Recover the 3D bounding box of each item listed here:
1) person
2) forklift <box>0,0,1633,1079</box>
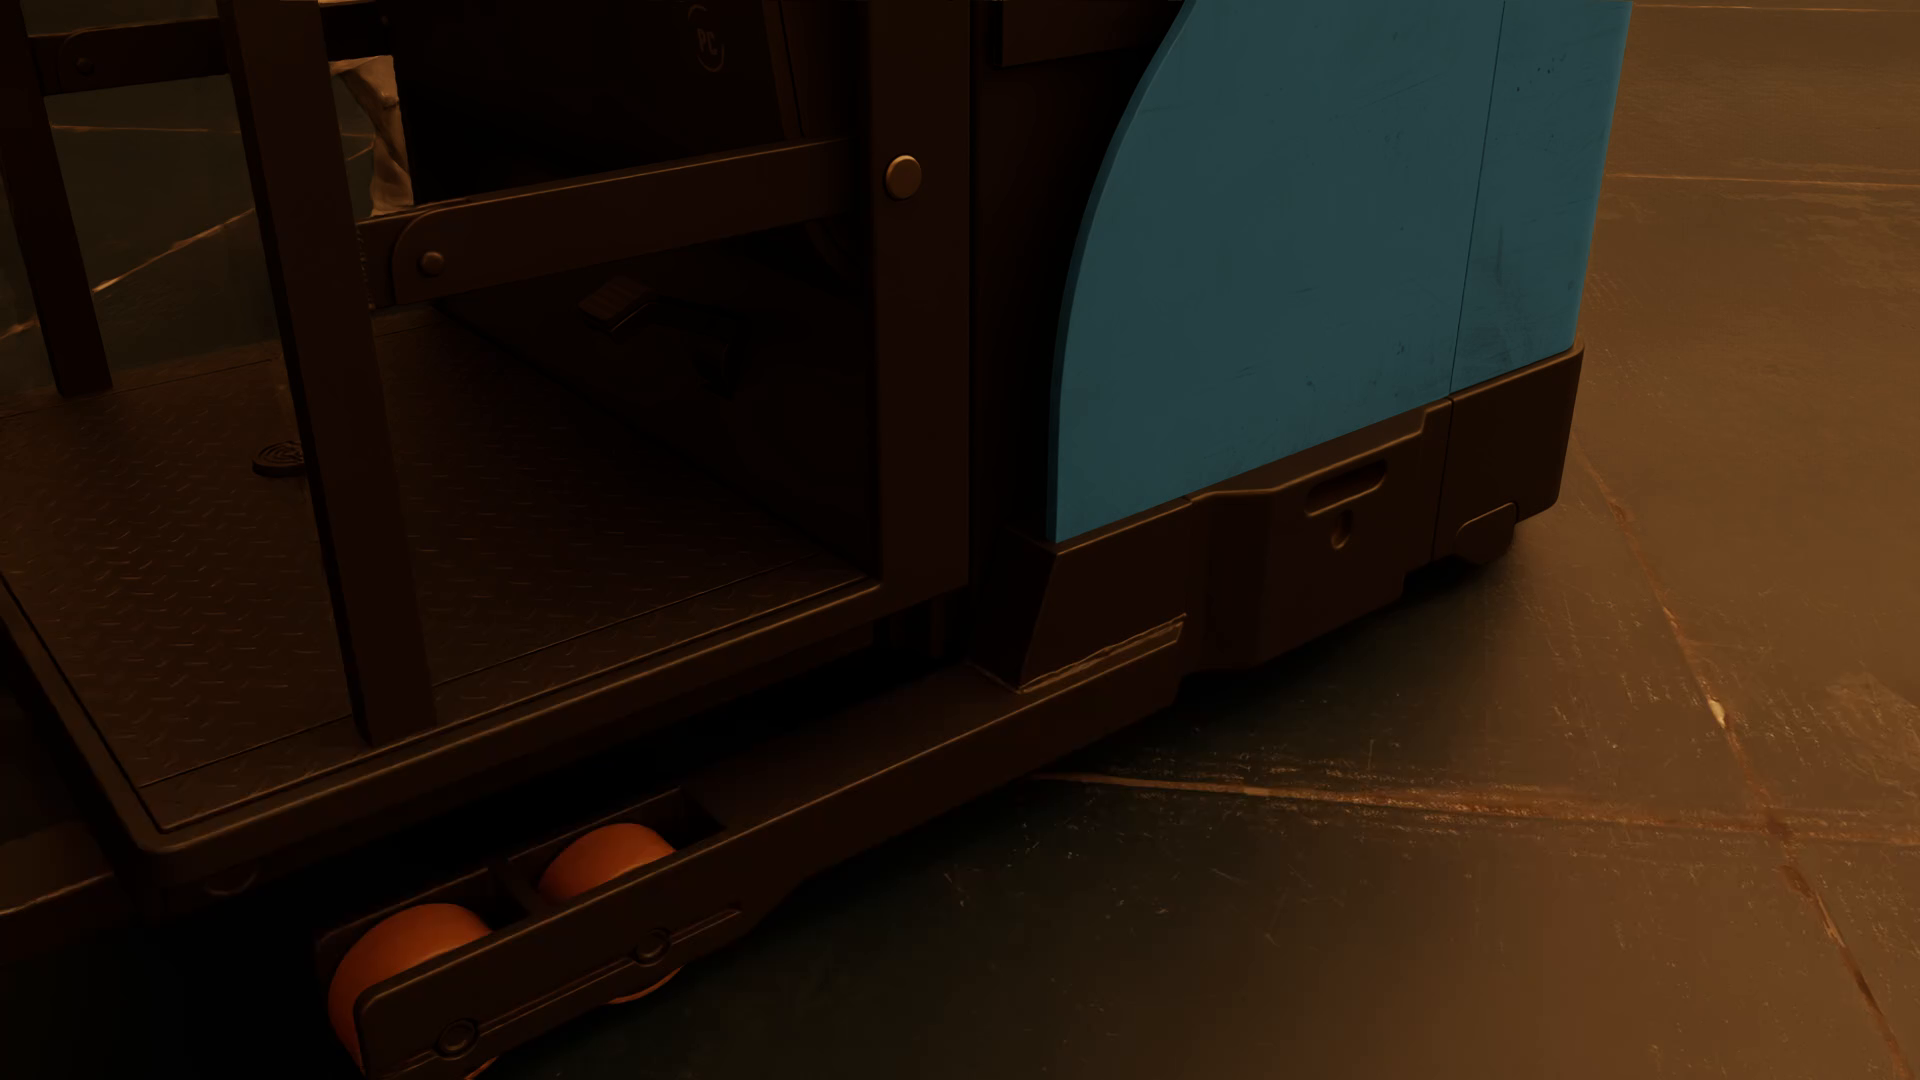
[{"bbox_3d":[-1.036,-1.357,3.559,0.952,1.568,1.156,3,27,6],"label":"person"},{"bbox_3d":[-0.571,-1.078,1.378,3.031,2.935,1.130,-20,33,-34],"label":"forklift"}]
